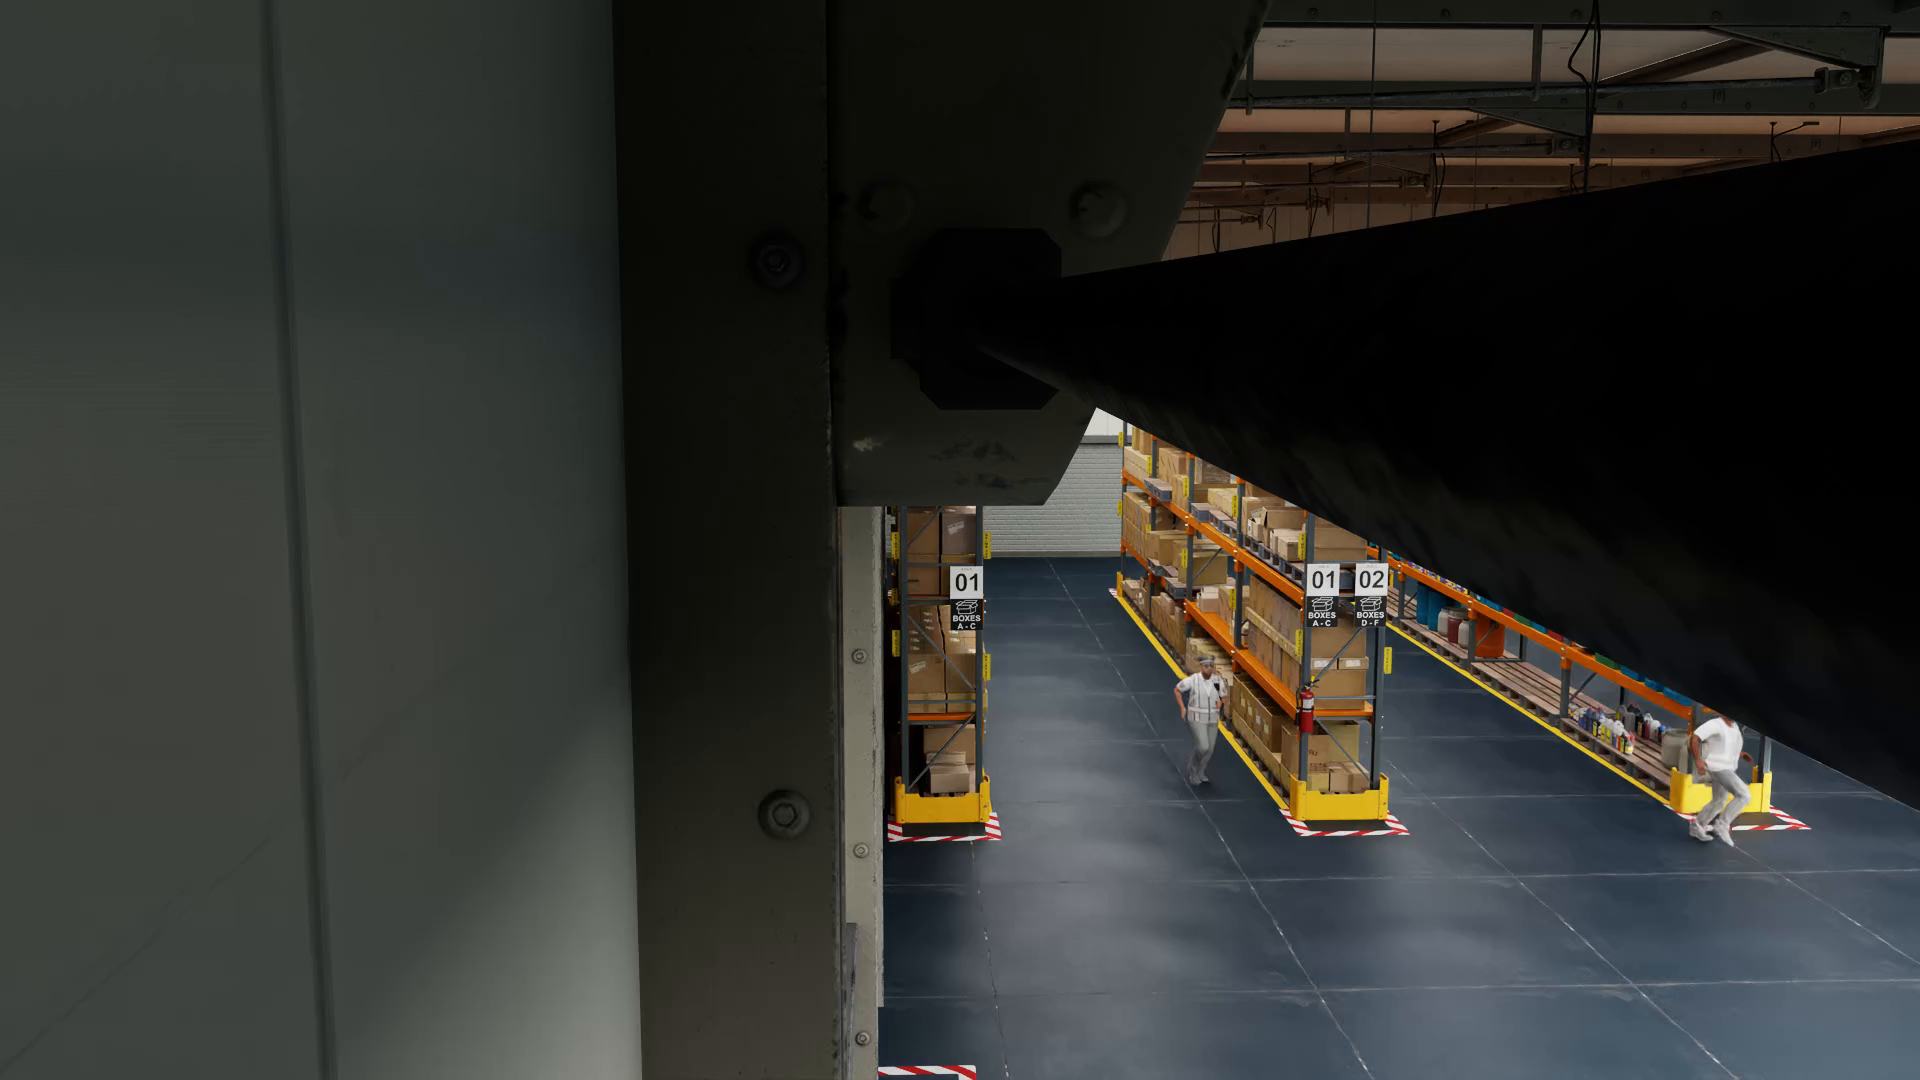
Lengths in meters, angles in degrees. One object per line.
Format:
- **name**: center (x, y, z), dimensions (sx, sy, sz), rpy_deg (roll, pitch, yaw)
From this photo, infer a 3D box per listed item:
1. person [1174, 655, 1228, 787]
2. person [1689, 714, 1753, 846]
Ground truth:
- **person**: center (3.238, 2.385, 21.963), dimensions (0.652, 1.769, 0.653), rpy_deg (-2, 8, -17)
- **person**: center (9.060, 2.711, 19.675), dimensions (0.669, 1.691, 0.717), rpy_deg (7, 11, 42)
